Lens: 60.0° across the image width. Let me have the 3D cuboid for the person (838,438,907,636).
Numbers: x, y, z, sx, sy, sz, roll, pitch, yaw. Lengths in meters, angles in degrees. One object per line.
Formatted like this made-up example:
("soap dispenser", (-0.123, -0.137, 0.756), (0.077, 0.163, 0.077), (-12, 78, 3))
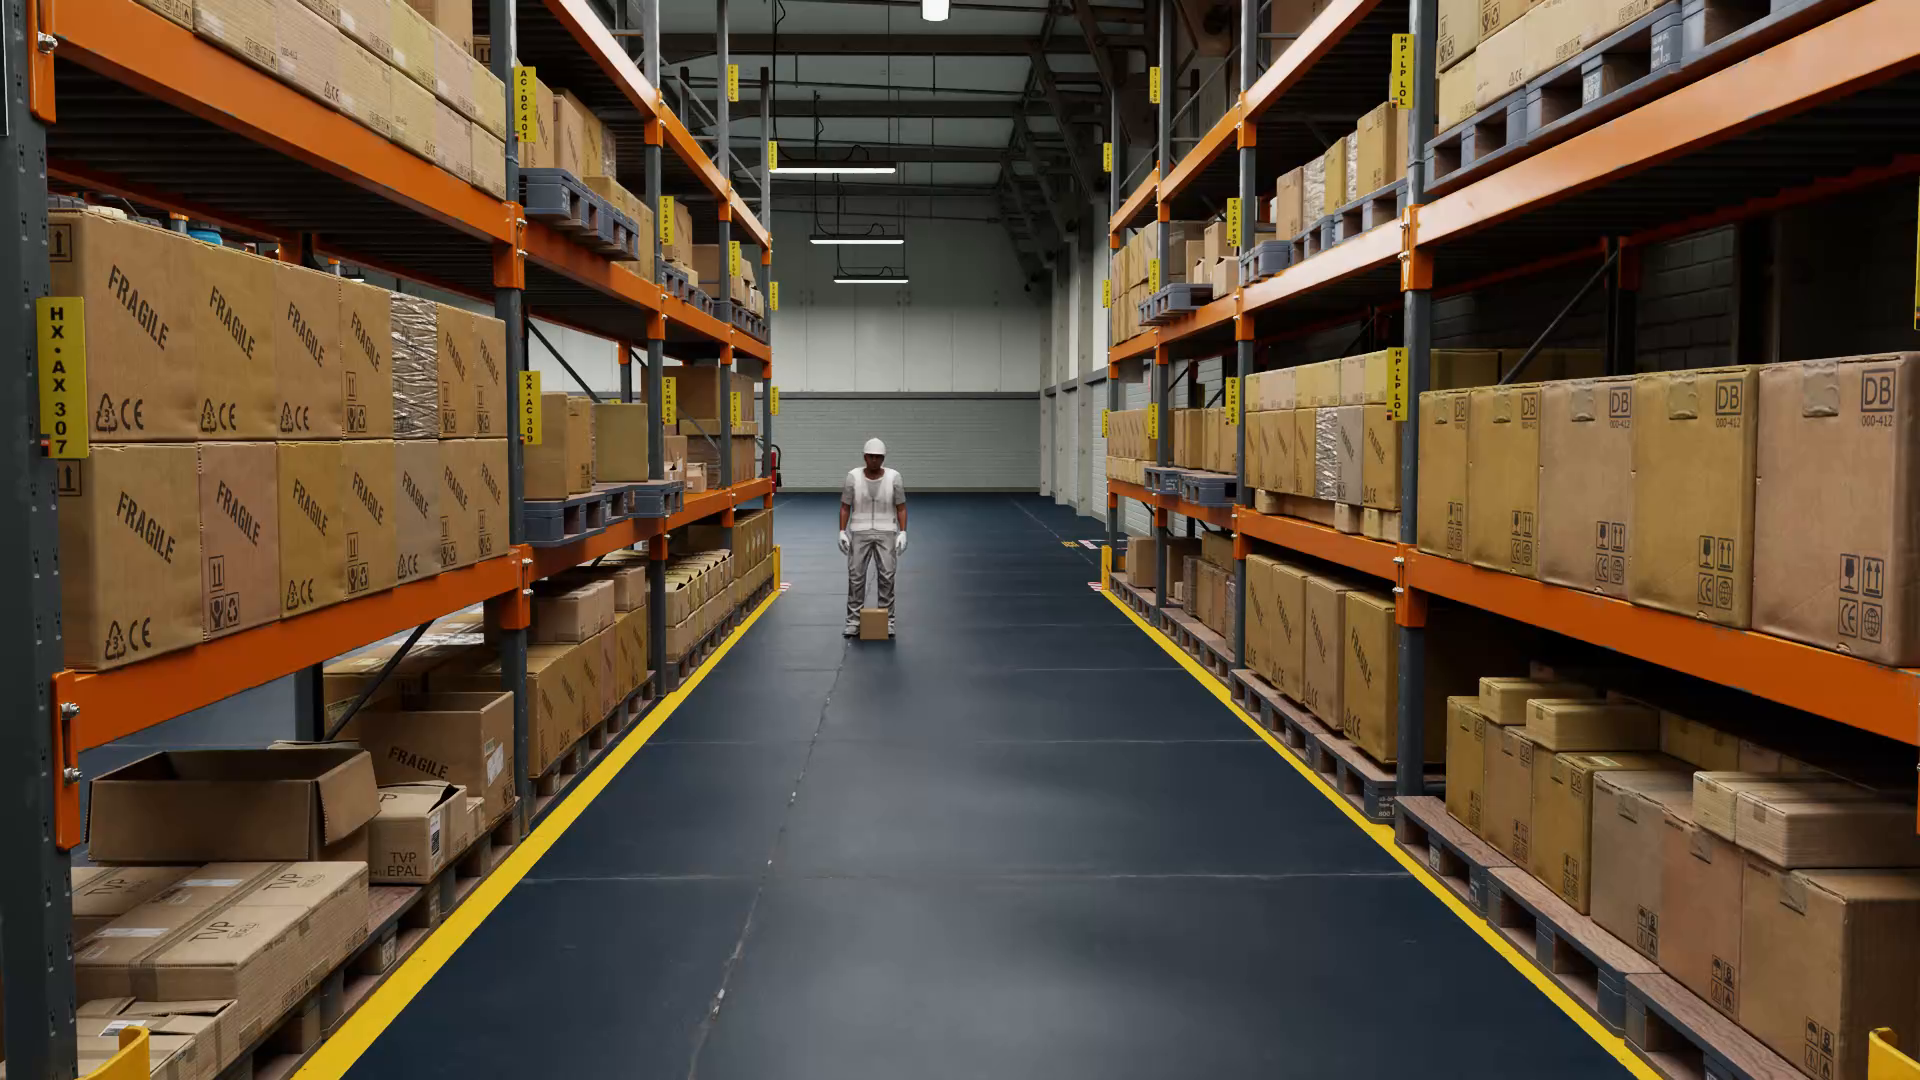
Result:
("person", (-0.786, -0.026, 14.985), (0.617, 1.775, 0.446), (0, 4, -1))
